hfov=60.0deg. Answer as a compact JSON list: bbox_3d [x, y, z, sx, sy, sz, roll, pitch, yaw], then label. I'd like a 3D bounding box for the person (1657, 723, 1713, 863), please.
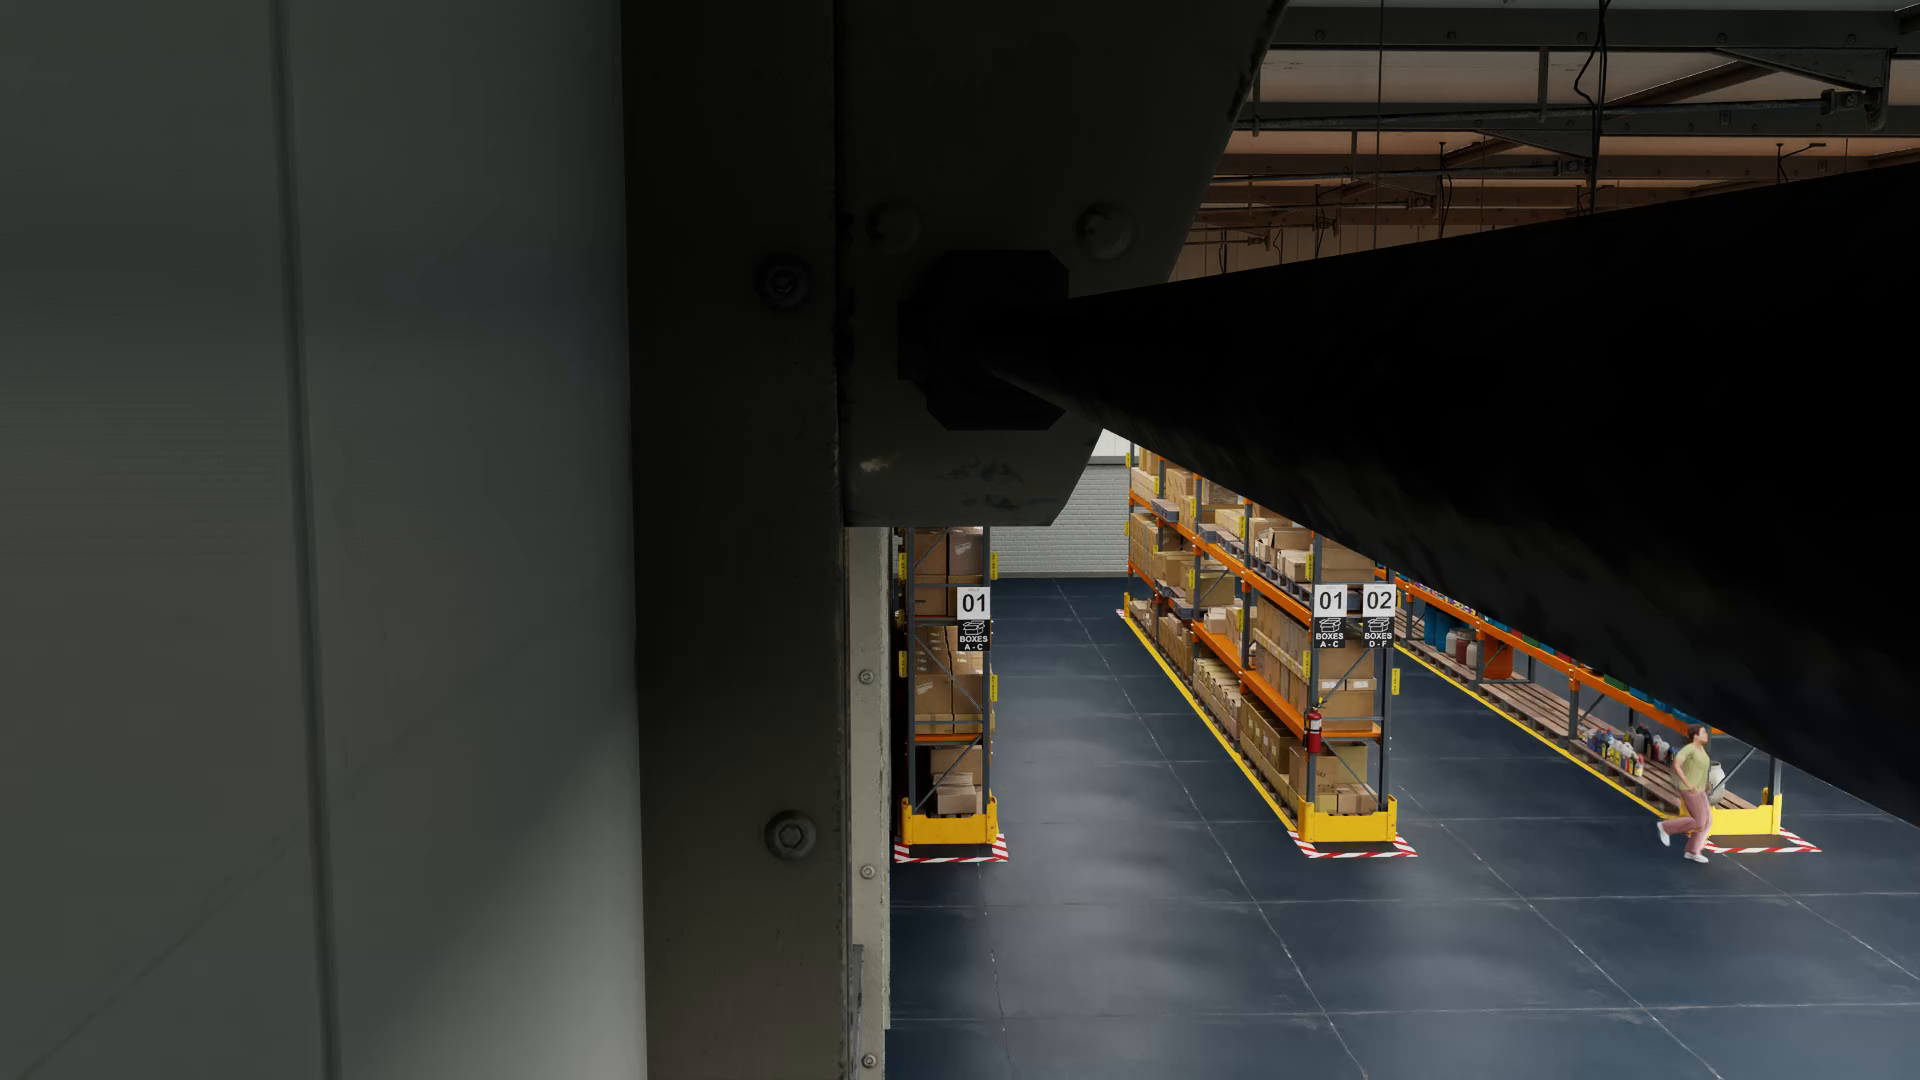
[{"bbox_3d":[8.797,2.989,19.945,0.618,1.598,0.639,-7,10,-43],"label":"person"}]
